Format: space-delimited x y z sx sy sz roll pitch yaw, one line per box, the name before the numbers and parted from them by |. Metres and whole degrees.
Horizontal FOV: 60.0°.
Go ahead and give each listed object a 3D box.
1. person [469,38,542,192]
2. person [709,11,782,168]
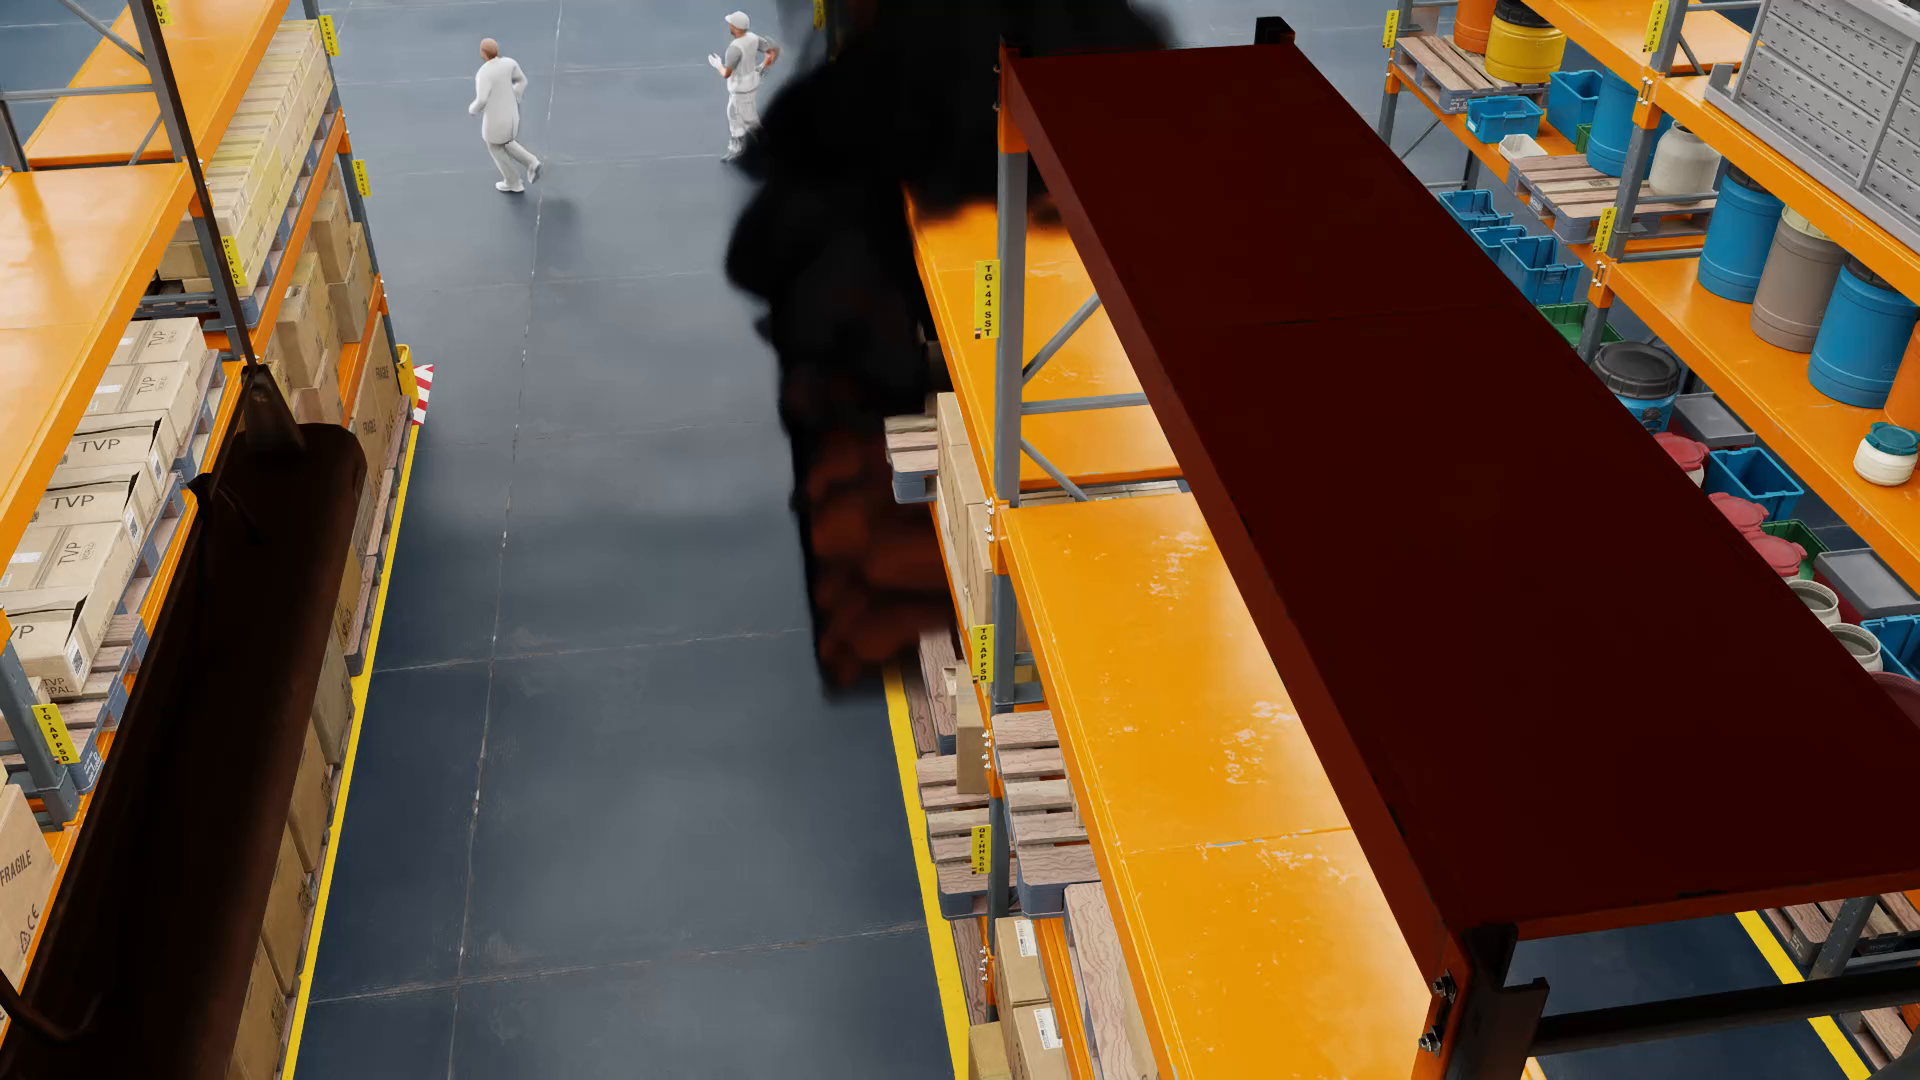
person | -5.023 -4.616 18.348 0.636 1.665 0.731 17 40 22
person | -2.430 -5.079 18.834 0.840 1.834 0.653 10 38 14
